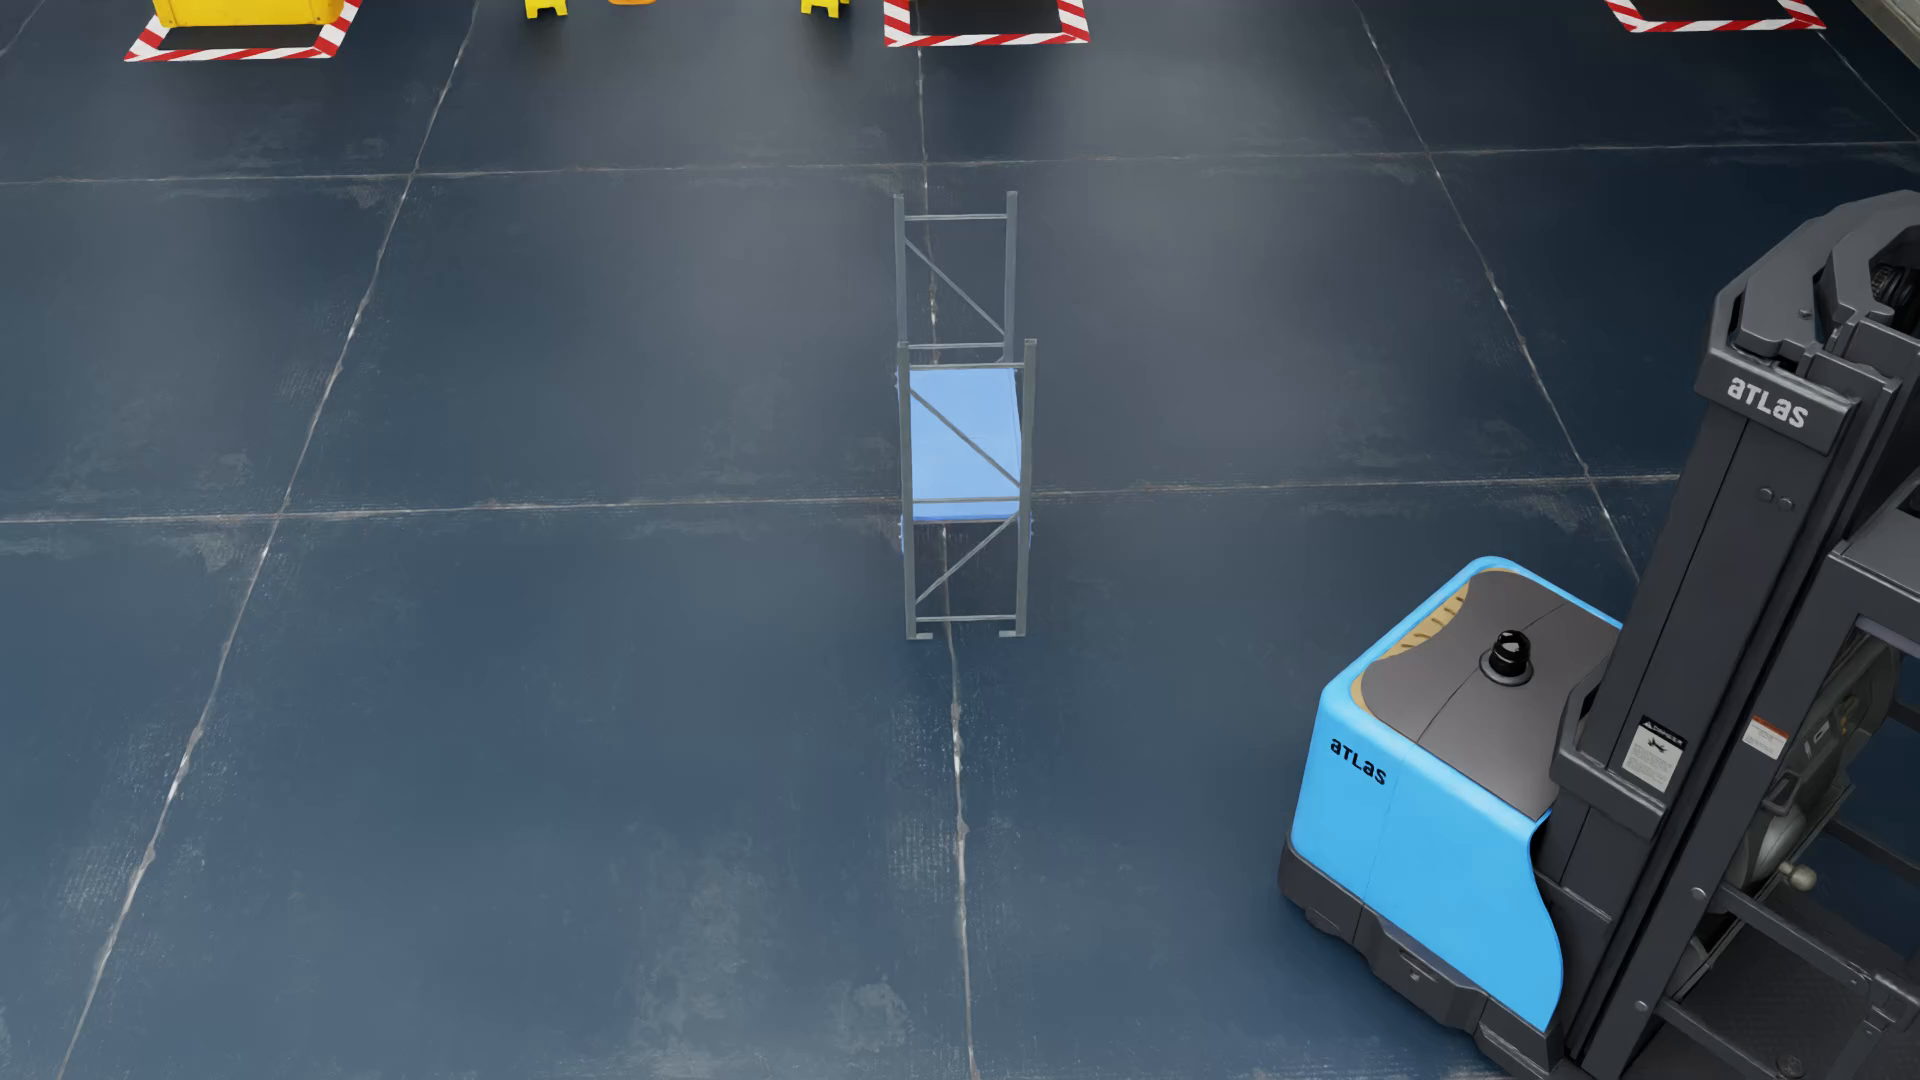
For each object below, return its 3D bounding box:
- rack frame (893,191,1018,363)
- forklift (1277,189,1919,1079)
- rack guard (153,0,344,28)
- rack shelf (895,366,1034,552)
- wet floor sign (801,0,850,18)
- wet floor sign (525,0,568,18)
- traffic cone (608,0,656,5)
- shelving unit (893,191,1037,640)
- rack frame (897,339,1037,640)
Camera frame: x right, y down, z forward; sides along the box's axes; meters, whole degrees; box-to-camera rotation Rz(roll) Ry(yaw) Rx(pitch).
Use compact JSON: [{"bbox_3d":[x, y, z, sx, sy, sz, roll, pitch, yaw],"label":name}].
[{"bbox_3d":[-0.018,-0.838,7.204,0.500,1.500,0.032,-2,43,-2],"label":"rack frame"},{"bbox_3d":[2.523,0.683,4.485,1.130,2.935,3.031,-33,52,-31],"label":"forklift"},{"bbox_3d":[-4.797,-3.751,11.122,1.175,0.500,0.348,-2,43,-2],"label":"rack guard"},{"bbox_3d":[0.004,-0.363,6.952,0.538,0.185,1.000,-2,43,-2],"label":"rack shelf"},{"bbox_3d":[-0.918,-3.872,11.147,0.267,0.644,0.232,12,44,13],"label":"wet floor sign"},{"bbox_3d":[-2.819,-3.858,11.131,0.267,0.644,0.232,-8,43,-9],"label":"wet floor sign"},{"bbox_3d":[-2.258,-3.956,11.373,0.336,0.463,0.334,-2,43,-2],"label":"traffic cone"},{"bbox_3d":[0.004,-0.495,6.830,0.538,1.500,1.048,-2,43,-2],"label":"shelving unit"},{"bbox_3d":[0.025,-0.152,6.456,0.500,1.500,0.032,-2,43,-2],"label":"rack frame"}]
